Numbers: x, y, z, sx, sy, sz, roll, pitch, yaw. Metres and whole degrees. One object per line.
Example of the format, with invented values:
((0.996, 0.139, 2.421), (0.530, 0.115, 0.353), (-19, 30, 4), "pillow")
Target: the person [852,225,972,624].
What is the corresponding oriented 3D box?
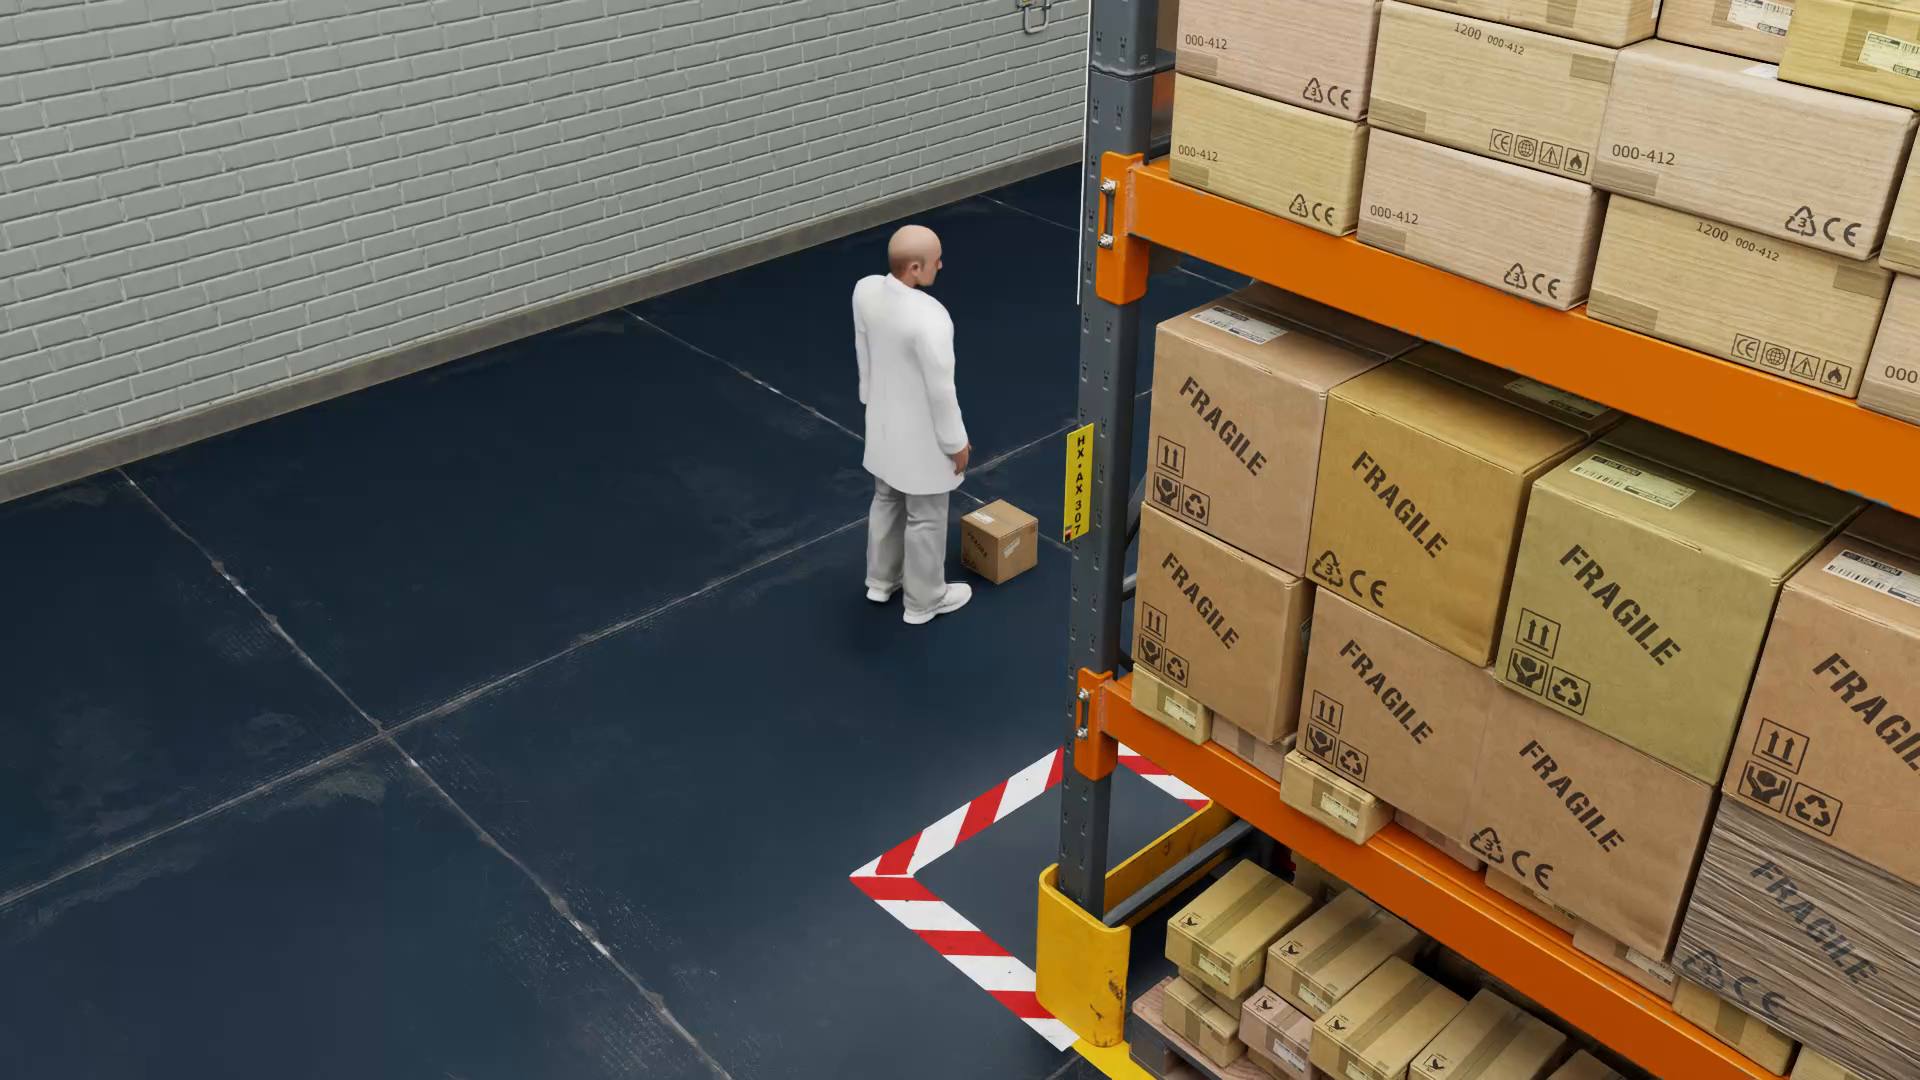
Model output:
((-0.169, -0.470, 6.942), (0.413, 1.822, 0.623), (-24, 39, -34), "person")
